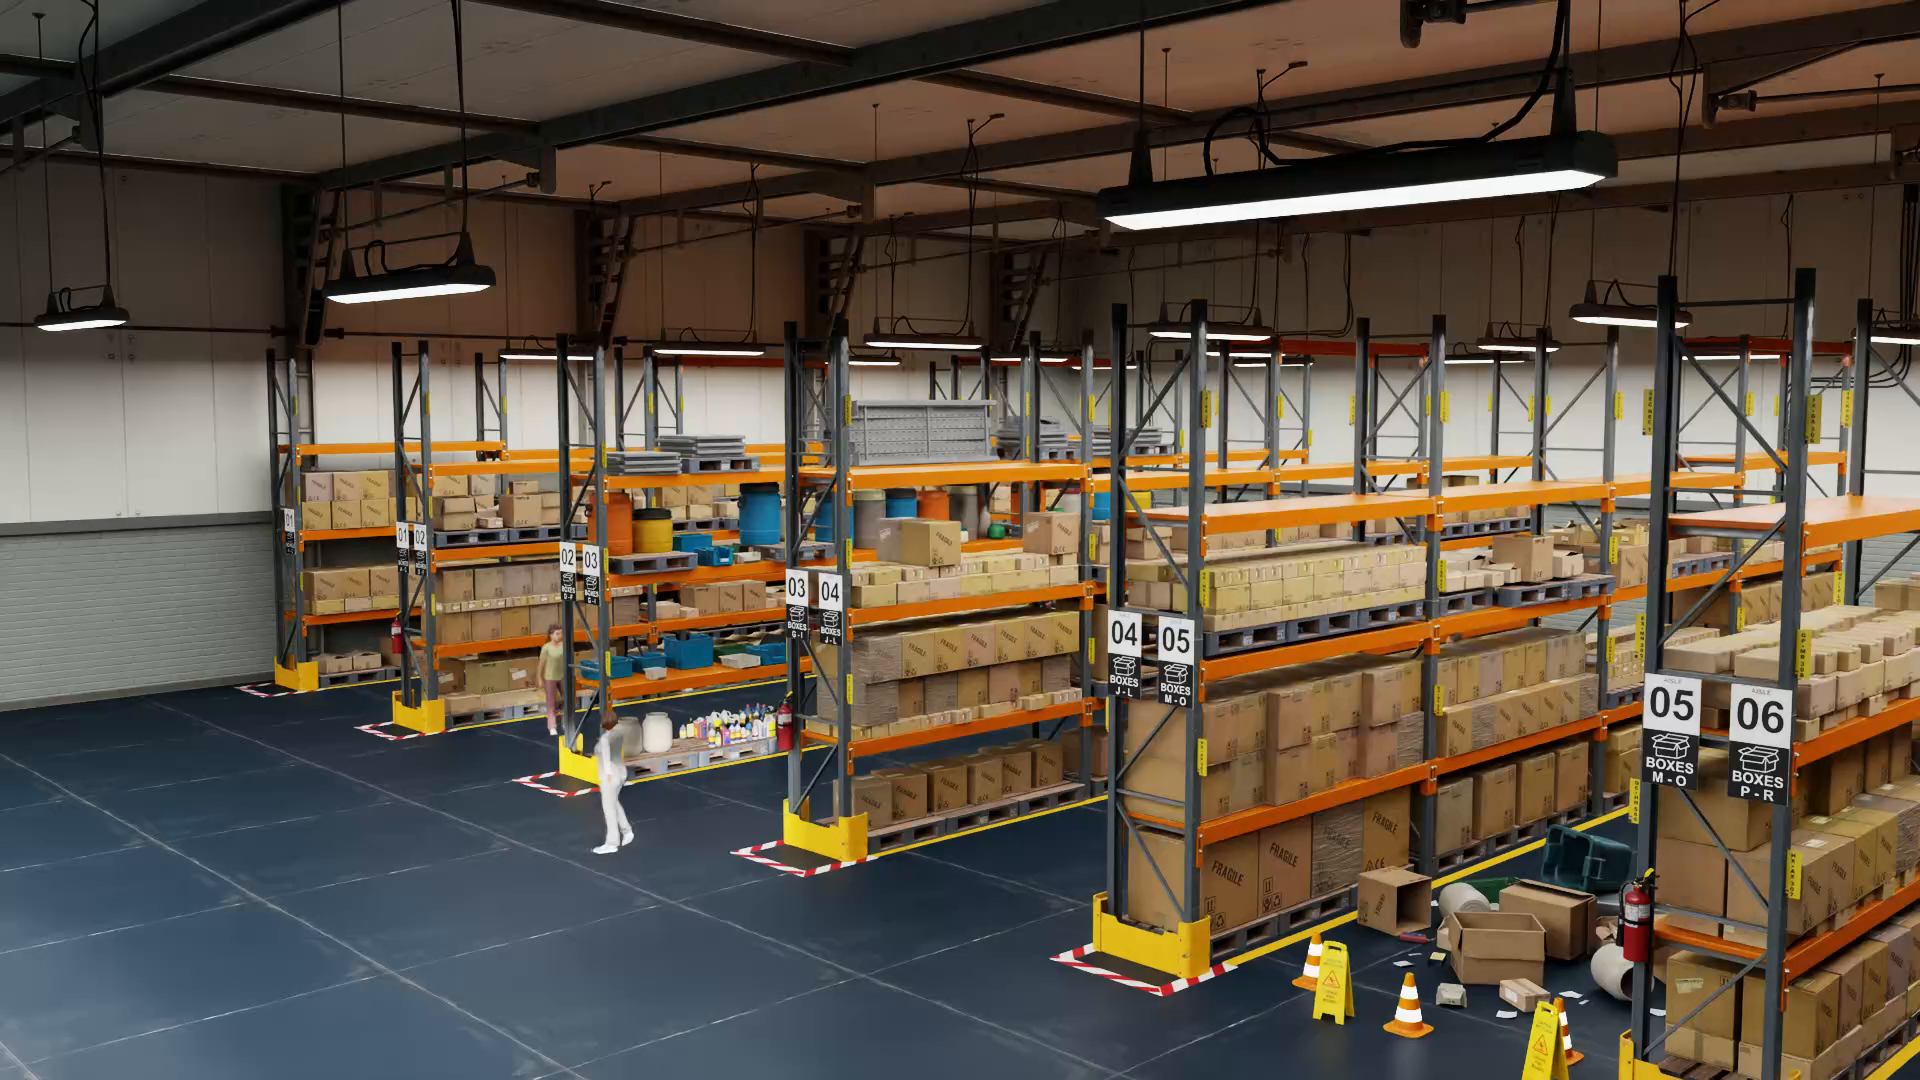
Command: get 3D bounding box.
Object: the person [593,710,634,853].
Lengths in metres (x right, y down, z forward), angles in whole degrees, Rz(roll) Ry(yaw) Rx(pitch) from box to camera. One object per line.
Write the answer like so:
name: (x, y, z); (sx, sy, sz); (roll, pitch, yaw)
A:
person: (-3.934, 2.723, 18.864); (0.354, 1.603, 0.486); (2, 5, 18)

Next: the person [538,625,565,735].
person: (-6.193, 2.158, 25.437); (0.537, 1.715, 0.306); (-4, 7, -42)

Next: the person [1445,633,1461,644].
person: (7.316, 2.183, 24.823); (1.045, 1.605, 0.415); (-4, 6, -39)
